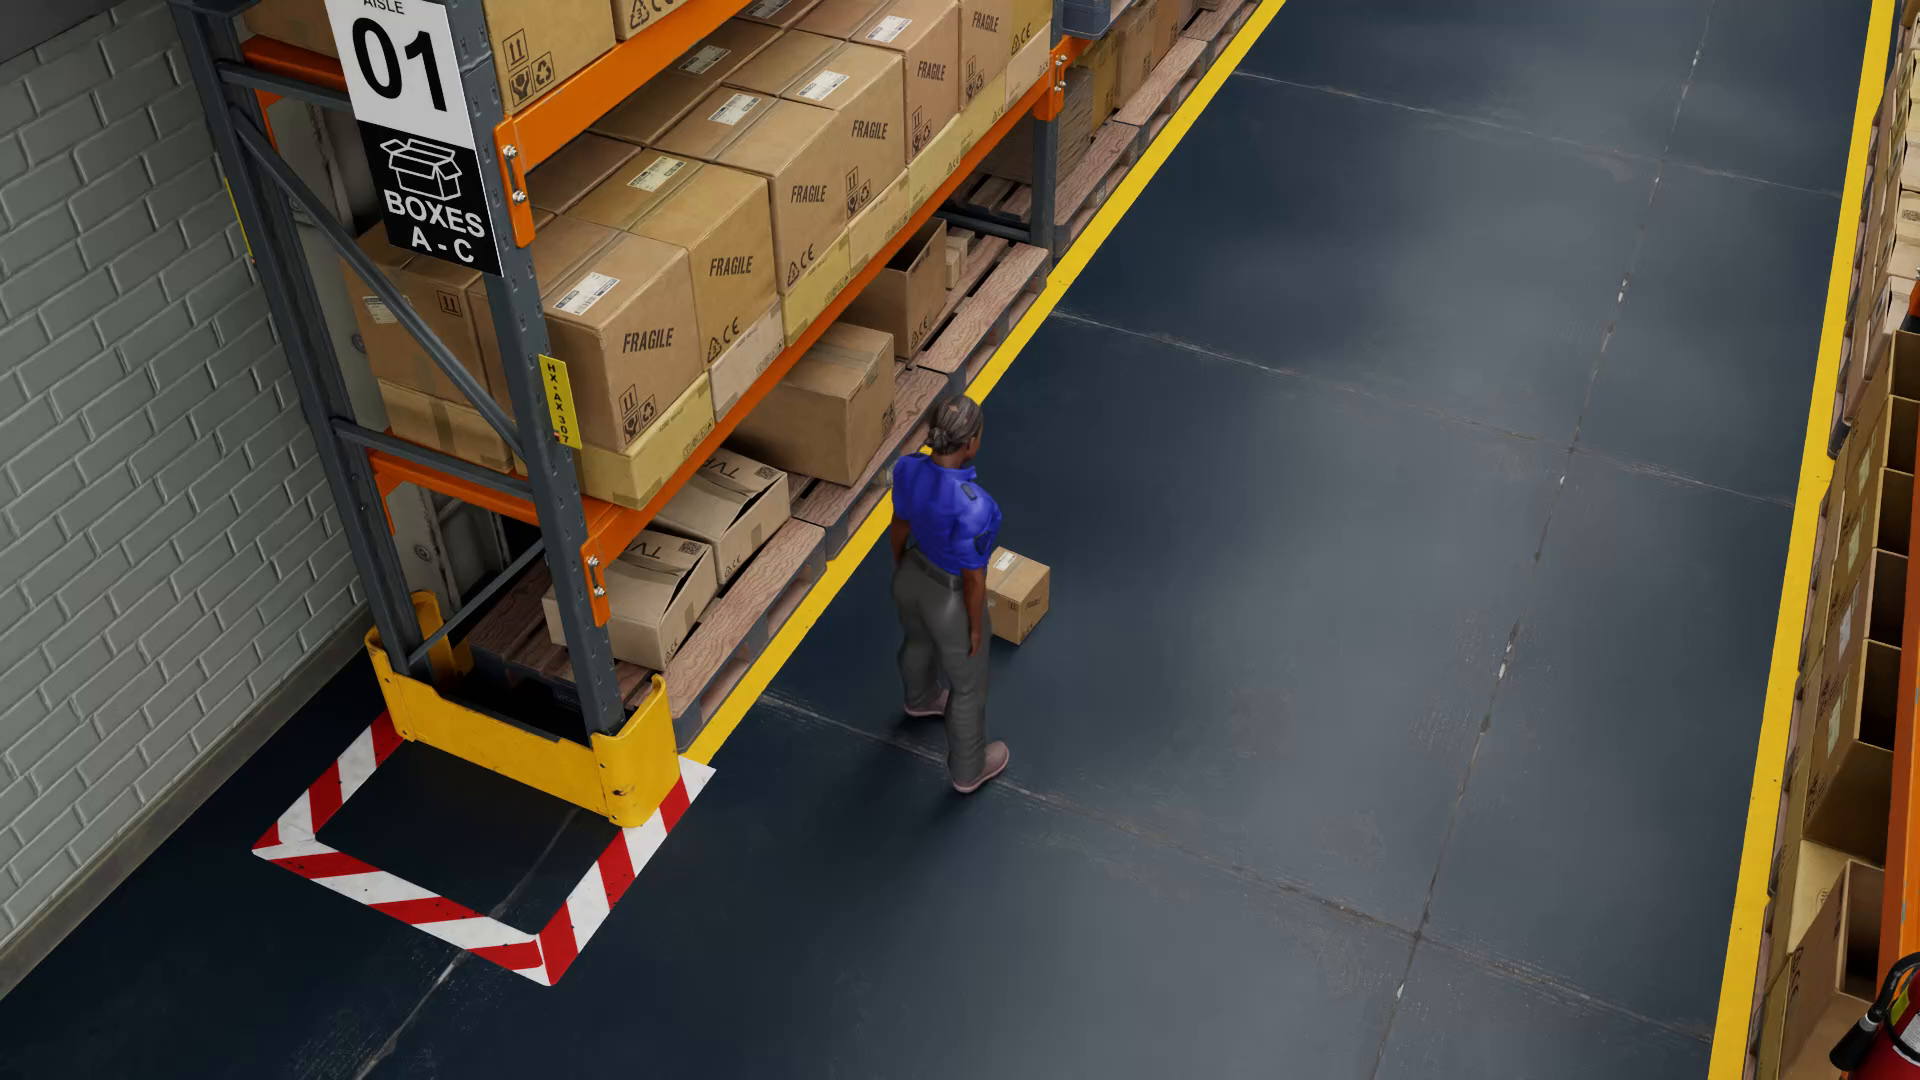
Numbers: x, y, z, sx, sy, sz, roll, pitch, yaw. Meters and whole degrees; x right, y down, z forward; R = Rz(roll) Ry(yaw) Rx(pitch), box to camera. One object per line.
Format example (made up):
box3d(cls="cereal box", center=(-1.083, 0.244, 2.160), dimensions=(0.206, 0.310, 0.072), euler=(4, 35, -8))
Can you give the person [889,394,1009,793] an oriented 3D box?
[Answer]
box3d(cls="person", center=(-0.034, 0.176, 5.966), dimensions=(0.398, 1.646, 0.515), euler=(-32, 51, -30))
